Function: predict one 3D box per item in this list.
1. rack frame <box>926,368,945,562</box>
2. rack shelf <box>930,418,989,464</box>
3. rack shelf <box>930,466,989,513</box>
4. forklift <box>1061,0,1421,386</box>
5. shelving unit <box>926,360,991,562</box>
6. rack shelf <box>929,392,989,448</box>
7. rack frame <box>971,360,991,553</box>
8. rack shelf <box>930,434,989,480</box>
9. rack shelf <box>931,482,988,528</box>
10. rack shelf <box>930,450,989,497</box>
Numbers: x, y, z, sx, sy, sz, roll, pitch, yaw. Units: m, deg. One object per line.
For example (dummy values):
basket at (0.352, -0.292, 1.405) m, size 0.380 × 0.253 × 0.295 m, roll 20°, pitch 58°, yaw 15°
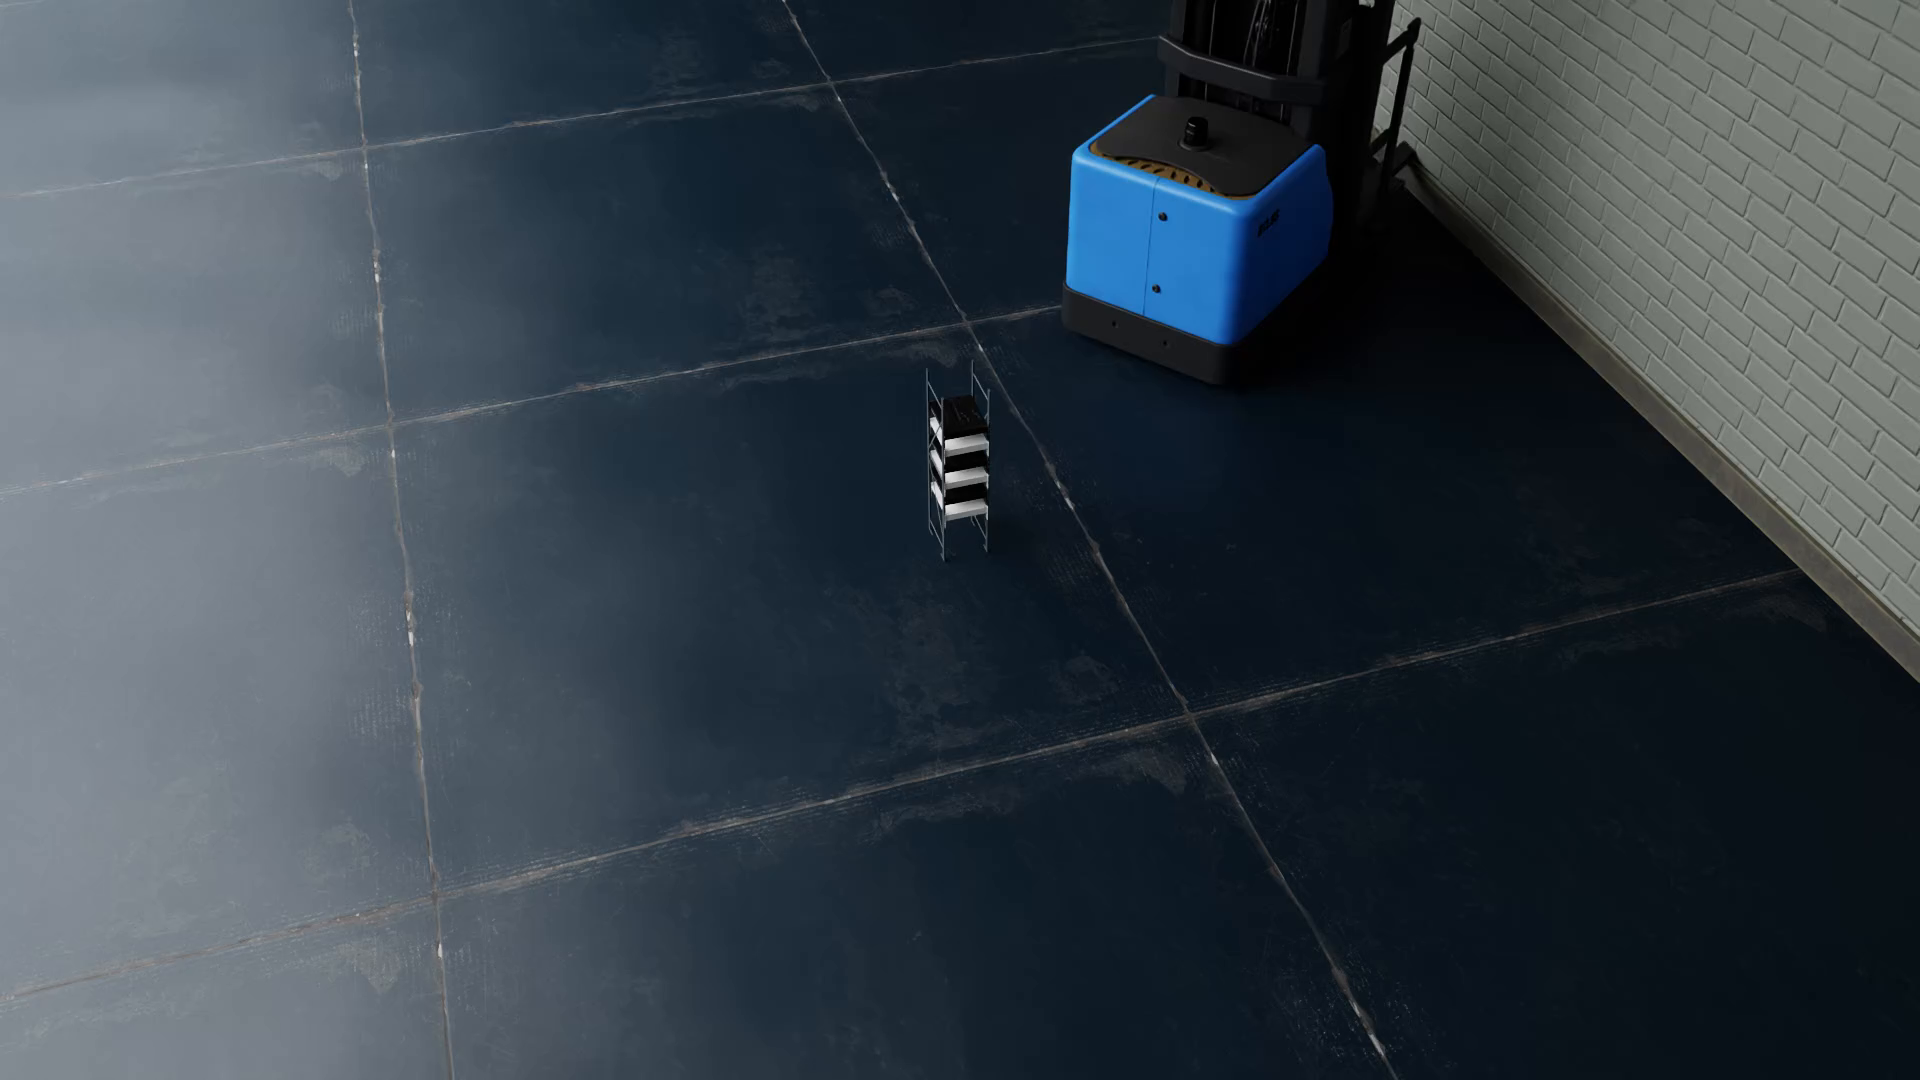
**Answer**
rack frame at (-0.105, -0.317, 7.279) m, size 0.006 × 0.900 × 0.240 m, roll -12°, pitch 42°, yaw -13°
rack shelf at (-0.008, -0.448, 7.205) m, size 0.200 × 0.077 × 0.258 m, roll -12°, pitch 42°, yaw -13°
rack shelf at (-0.008, -0.244, 7.383) m, size 0.200 × 0.077 × 0.258 m, roll -12°, pitch 42°, yaw -13°
forklift at (1.798, -2.810, 8.588) m, size 1.130 × 2.935 × 3.031 m, roll 25°, pitch 47°, yaw 26°
shelving unit at (-0.008, -0.337, 7.302) m, size 0.210 × 0.900 × 0.258 m, roll -12°, pitch 42°, yaw -13°
rack shelf at (-0.008, -0.516, 7.146) m, size 0.200 × 0.077 × 0.258 m, roll -12°, pitch 42°, yaw -13°
rack frame at (0.089, -0.357, 7.325) m, size 0.006 × 0.900 × 0.240 m, roll -12°, pitch 42°, yaw -13°
rack shelf at (-0.008, -0.380, 7.264) m, size 0.200 × 0.077 × 0.258 m, roll -12°, pitch 42°, yaw -13°
rack shelf at (-0.008, -0.177, 7.442) m, size 0.200 × 0.077 × 0.258 m, roll -12°, pitch 42°, yaw -13°
rack shelf at (-0.008, -0.312, 7.324) m, size 0.200 × 0.077 × 0.258 m, roll -12°, pitch 42°, yaw -13°
